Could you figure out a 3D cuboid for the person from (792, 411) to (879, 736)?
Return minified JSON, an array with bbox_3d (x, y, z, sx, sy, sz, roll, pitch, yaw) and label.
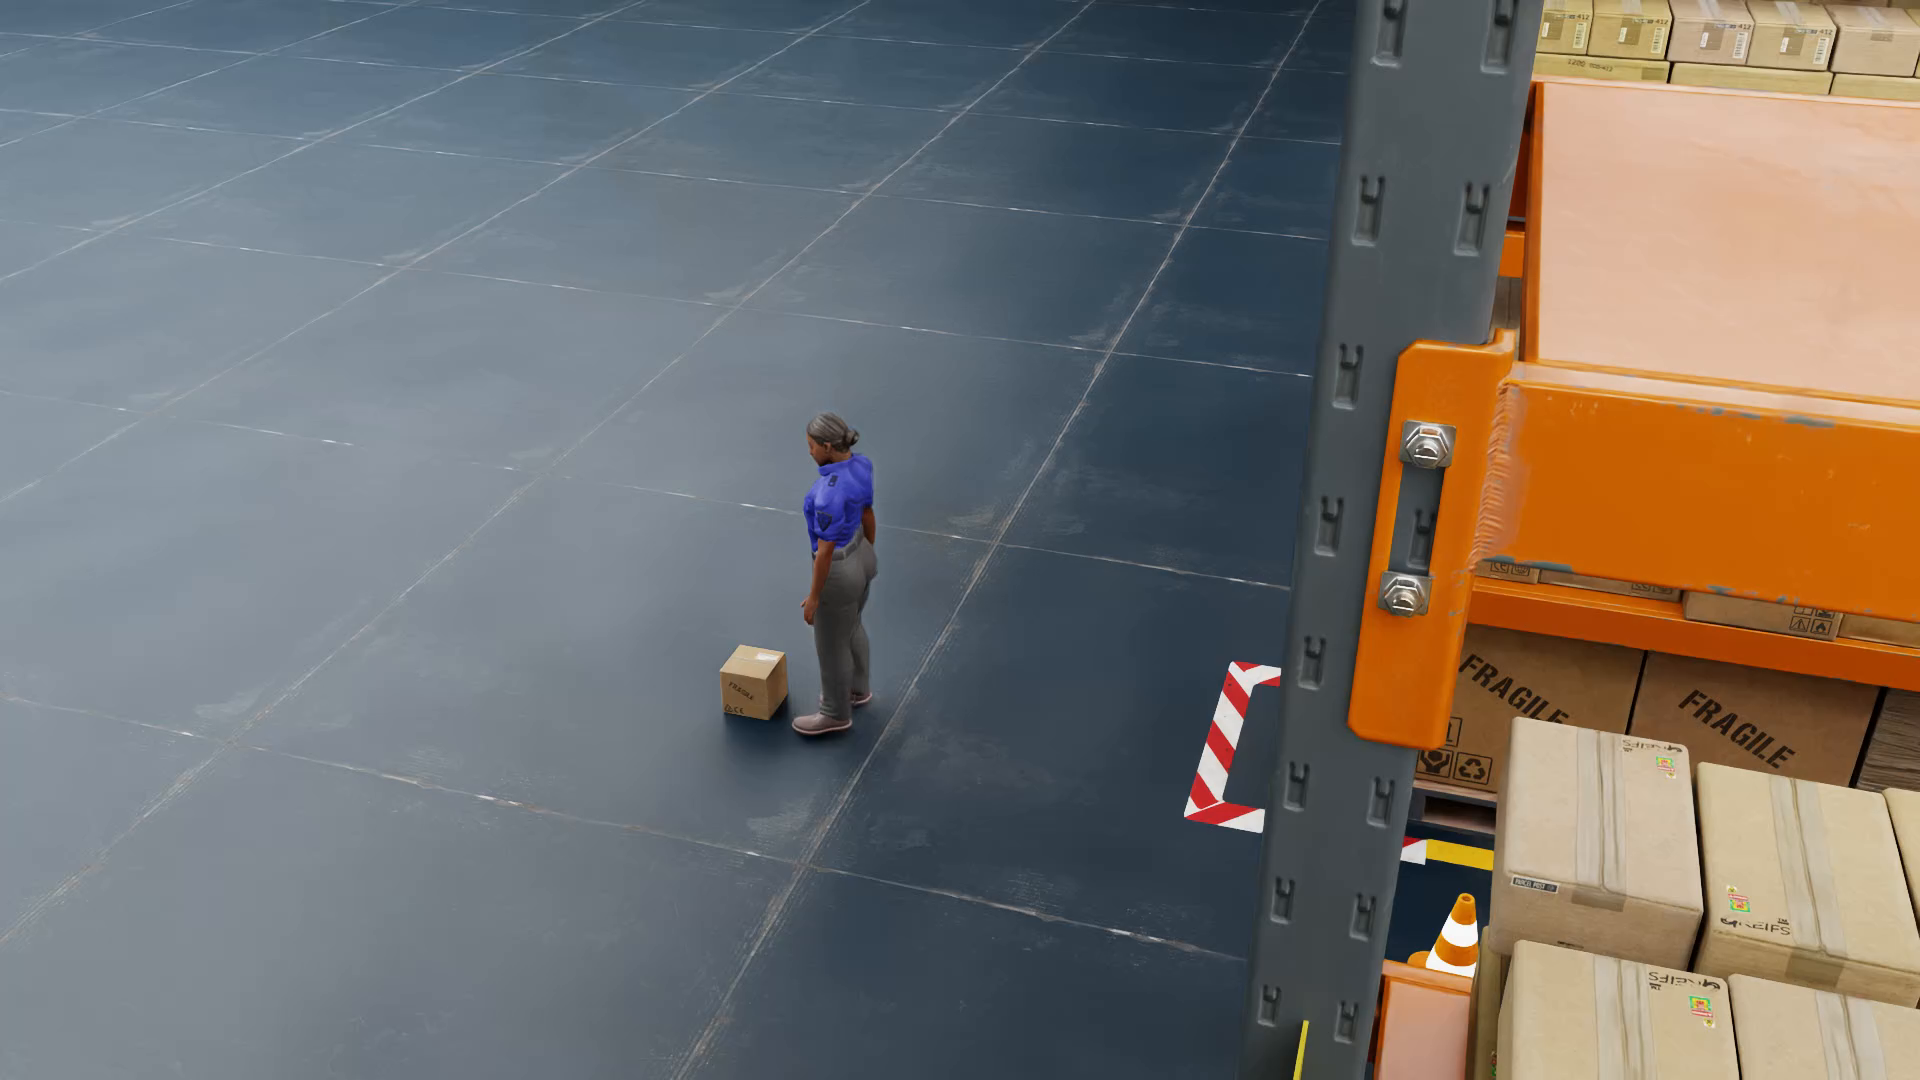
[{"bbox_3d":[-0.597,0.172,7.821,0.373,1.692,0.525,9,31,16],"label":"person"}]
